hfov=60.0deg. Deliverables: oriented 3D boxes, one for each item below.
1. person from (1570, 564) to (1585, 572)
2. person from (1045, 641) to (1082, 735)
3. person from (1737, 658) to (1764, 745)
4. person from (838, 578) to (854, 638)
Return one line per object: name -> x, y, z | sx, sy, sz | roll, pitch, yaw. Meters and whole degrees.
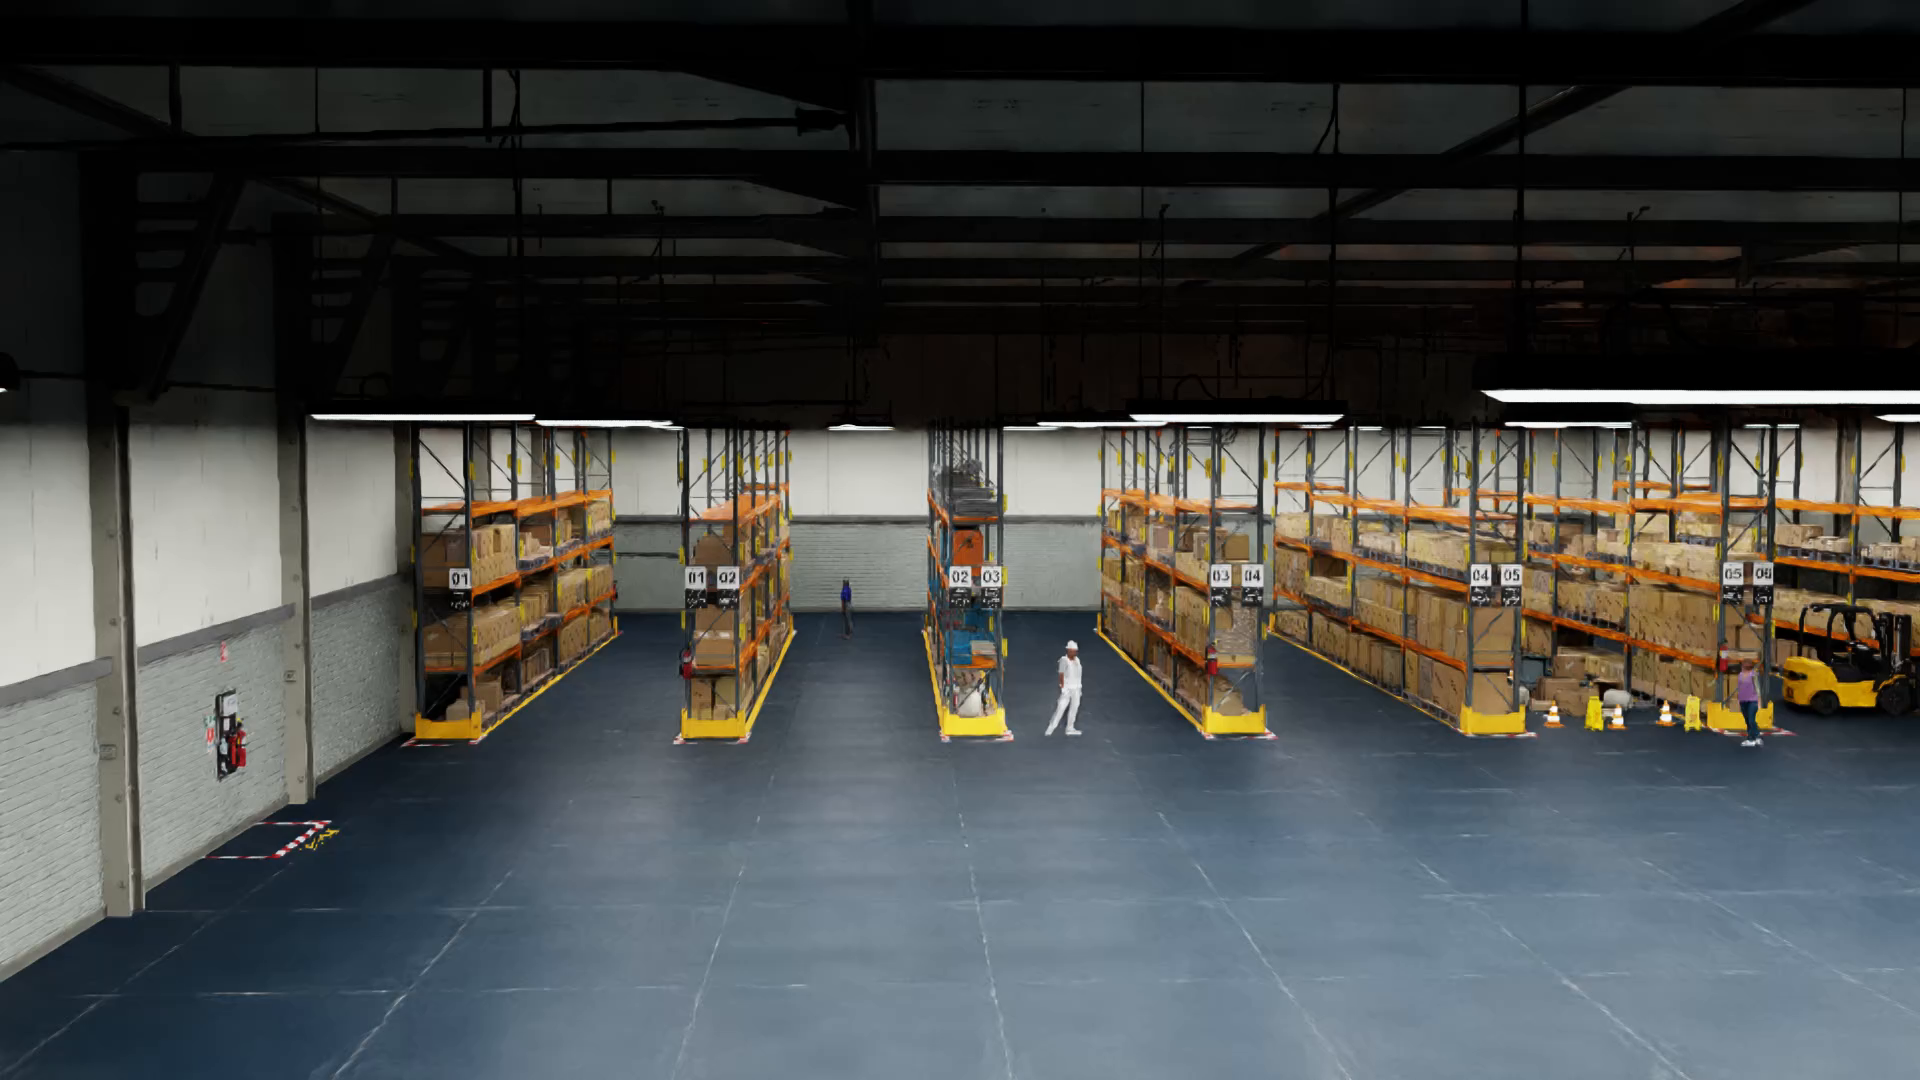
person -> 19.348, 1.462, 52.200 | 0.596, 1.735, 0.987 | 1, 4, 18
person -> 1.960, 2.795, 31.321 | 0.498, 1.778, 0.741 | 4, 5, 44
person -> 14.390, 2.942, 30.265 | 0.366, 1.592, 0.521 | -2, 4, -26
person -> -3.162, 1.872, 46.179 | 0.530, 1.653, 0.565 | 1, 4, 15
